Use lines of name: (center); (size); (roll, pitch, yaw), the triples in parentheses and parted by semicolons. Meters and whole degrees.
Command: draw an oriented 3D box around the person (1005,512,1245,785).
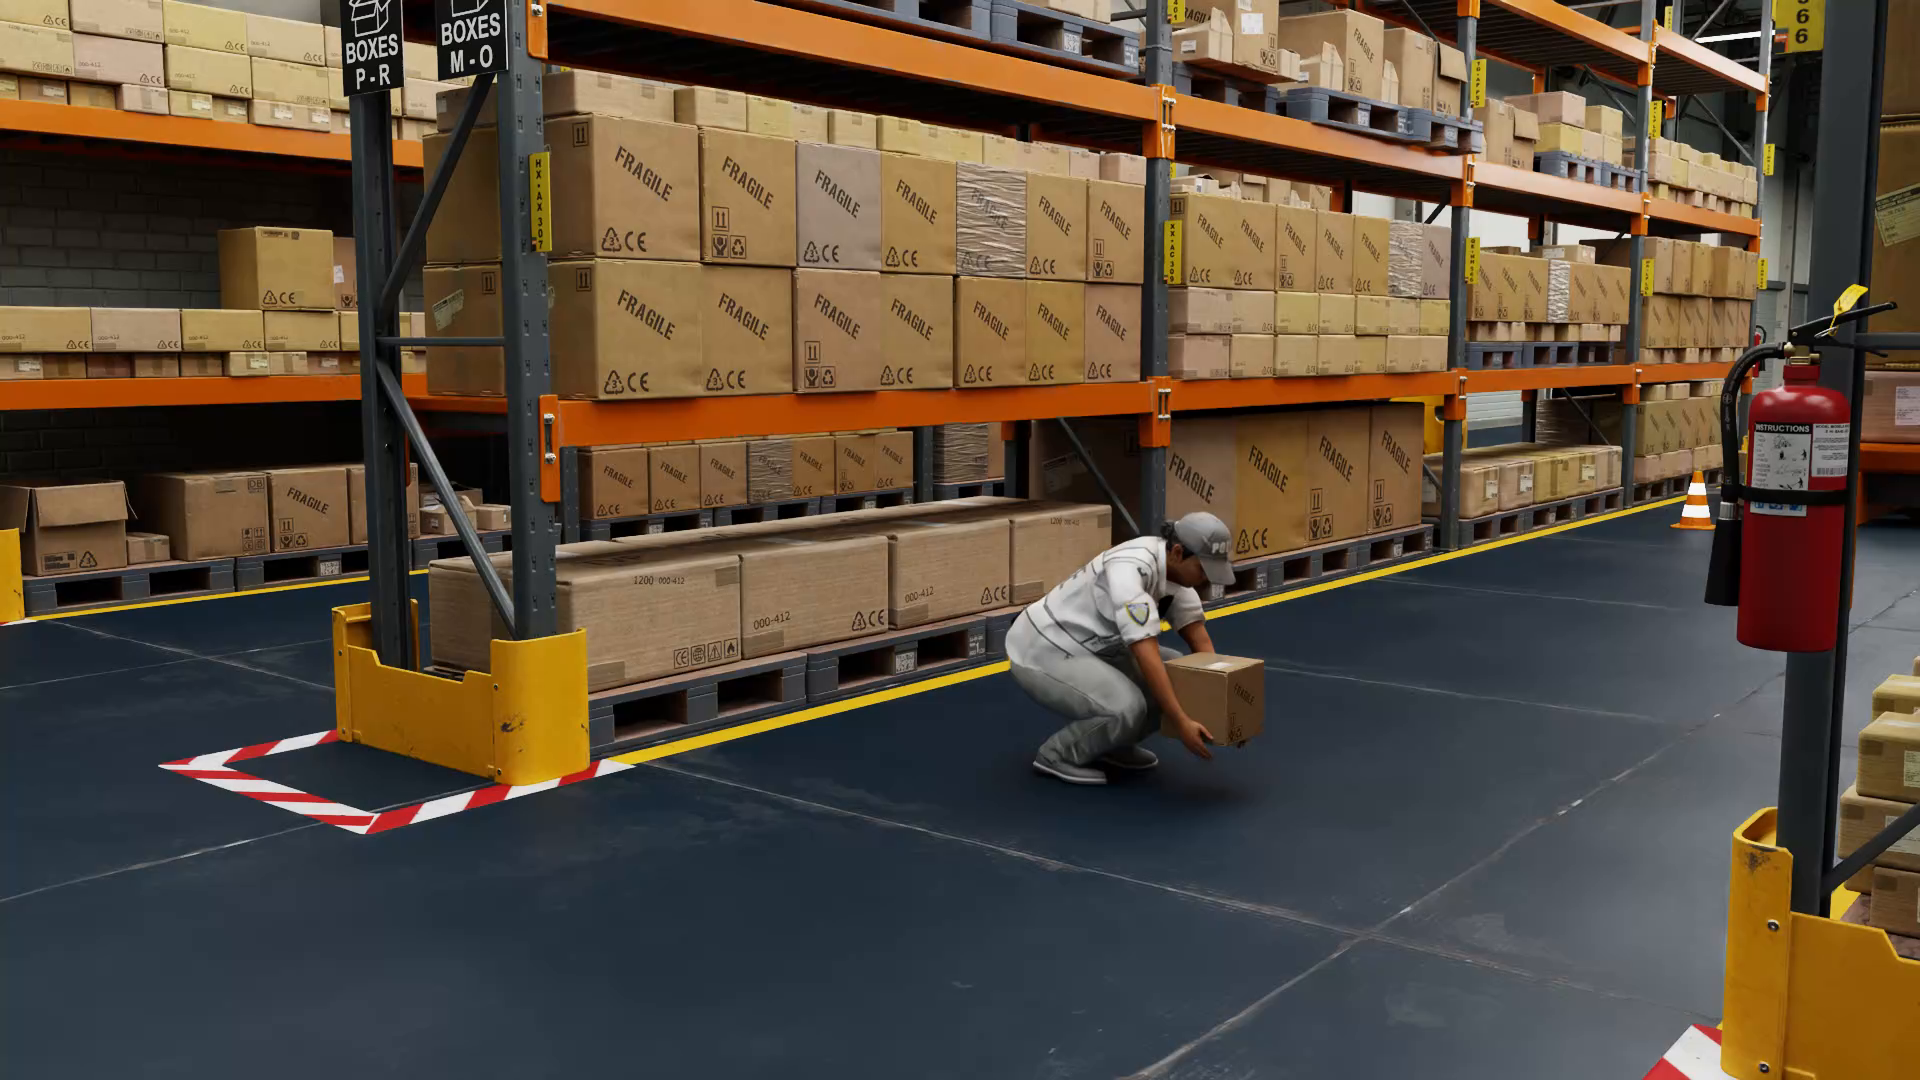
person: (0.588, 0.365, 5.759); (0.849, 0.952, 0.519); (5, 9, 37)
